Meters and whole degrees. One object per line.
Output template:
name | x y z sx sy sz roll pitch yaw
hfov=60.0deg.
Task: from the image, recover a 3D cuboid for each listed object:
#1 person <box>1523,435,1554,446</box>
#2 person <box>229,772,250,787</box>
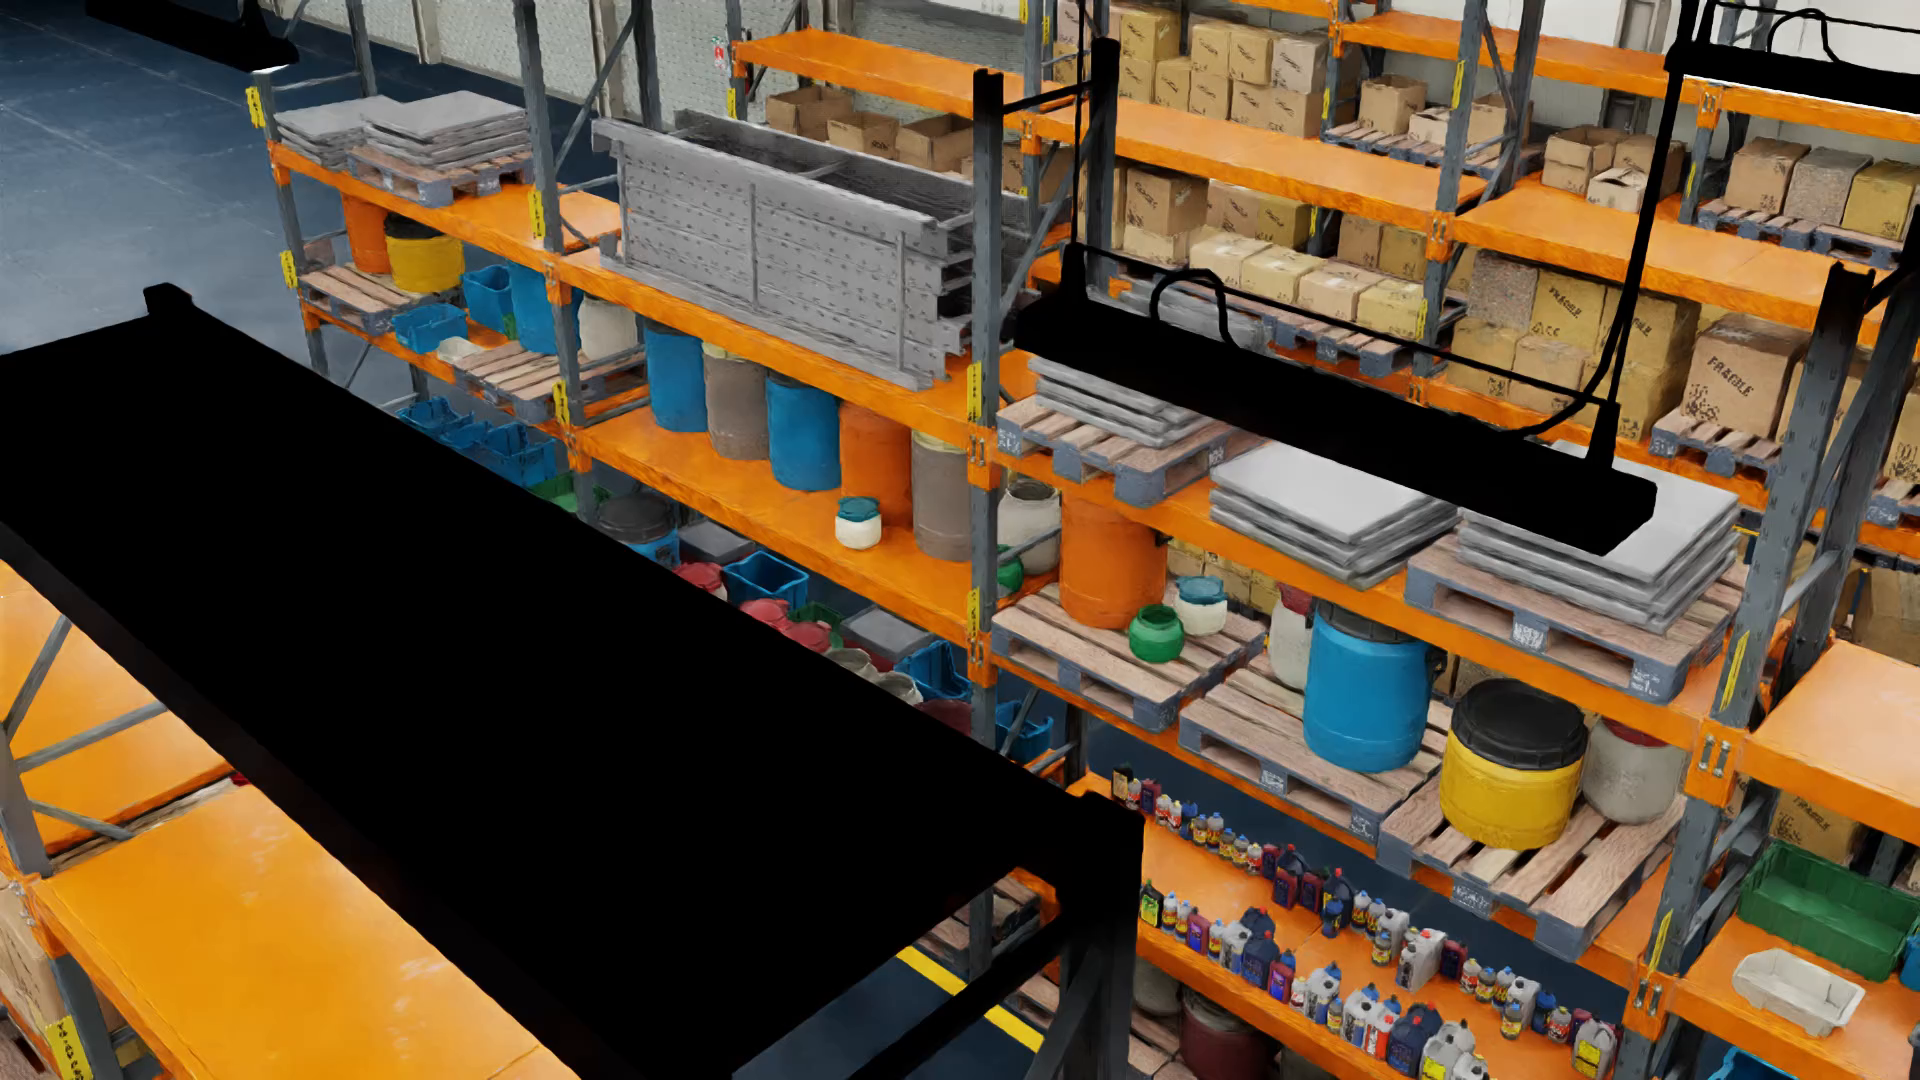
person | 5.740 -1.095 16.490 0.997 1.614 0.448 19 34 30
person | -4.766 1.804 11.338 0.521 1.676 0.682 24 37 36
